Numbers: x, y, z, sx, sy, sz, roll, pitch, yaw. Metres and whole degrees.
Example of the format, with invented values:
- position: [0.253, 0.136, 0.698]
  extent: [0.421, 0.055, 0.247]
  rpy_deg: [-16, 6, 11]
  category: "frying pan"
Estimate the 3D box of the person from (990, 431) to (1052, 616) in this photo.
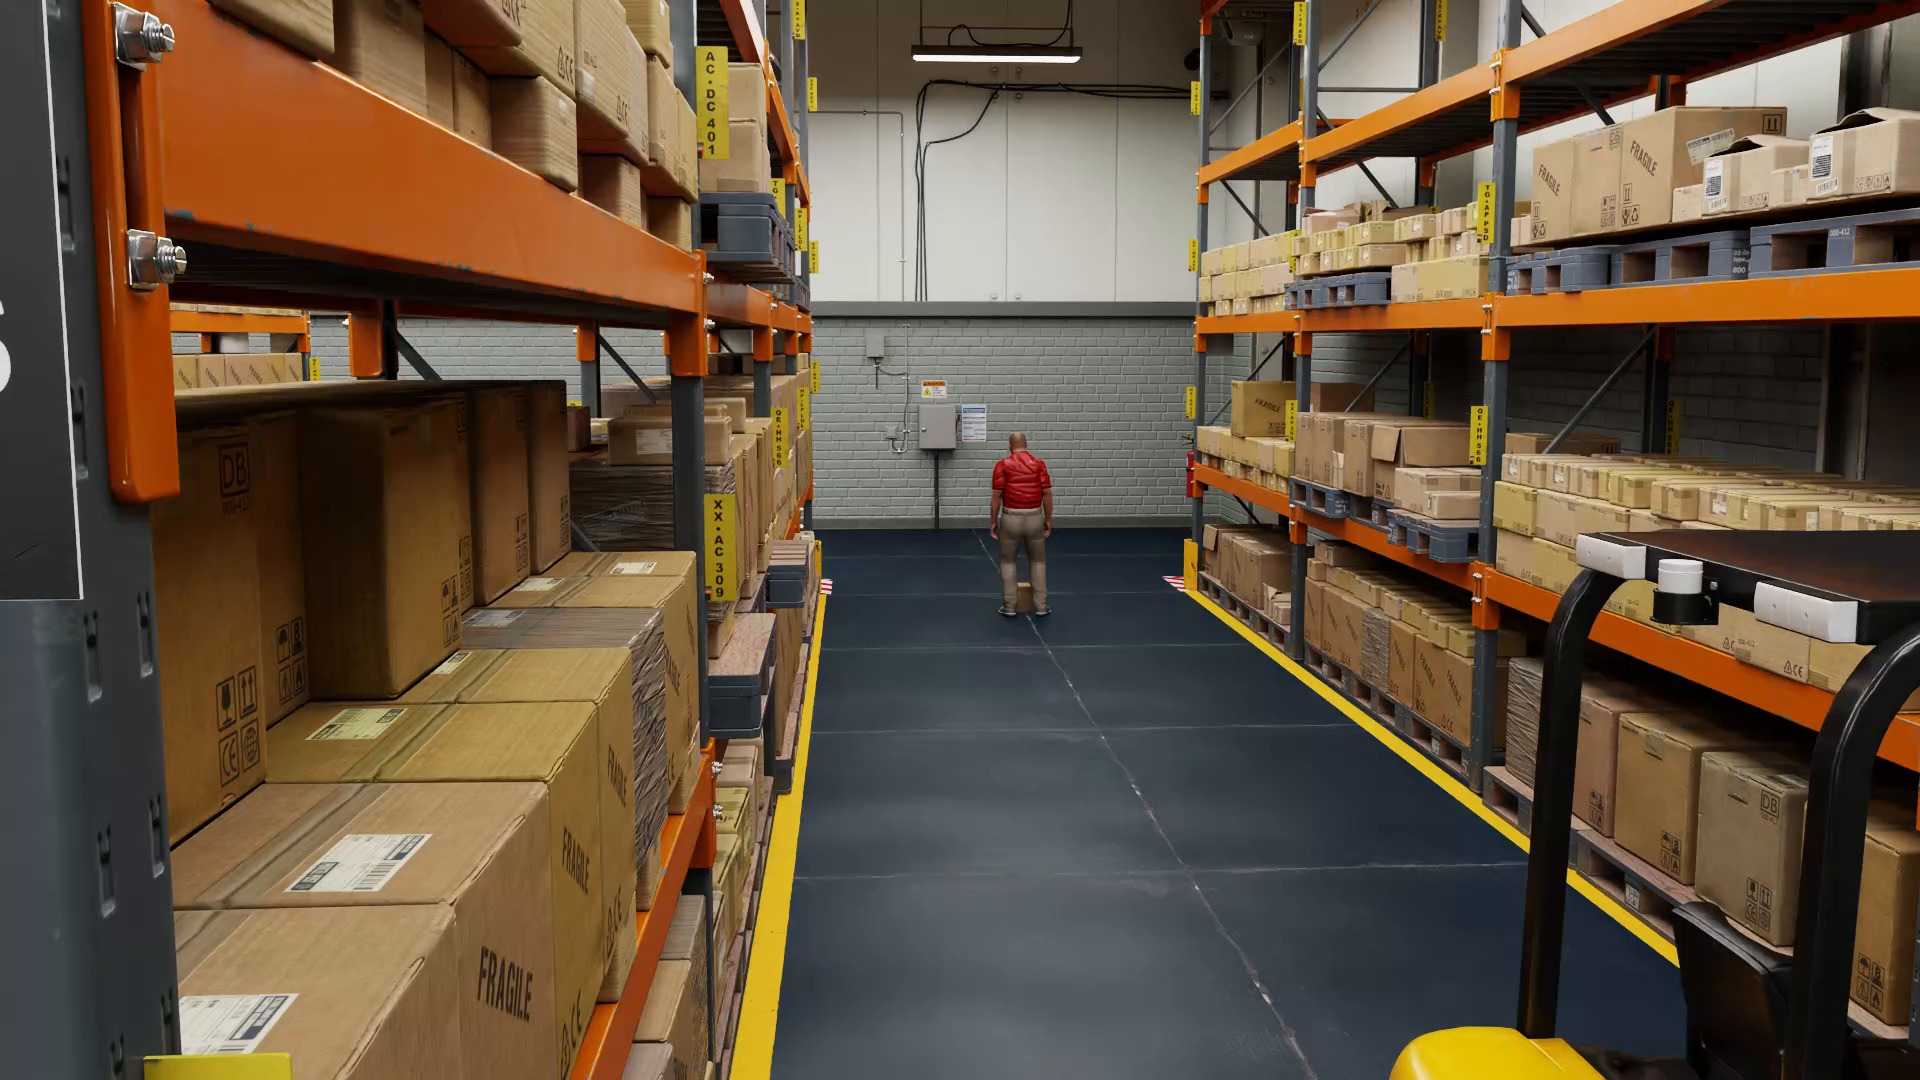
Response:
- position: [0.576, -0.152, 15.575]
  extent: [0.601, 1.726, 0.393]
  rpy_deg: [-1, 7, -7]
  category: "person"
